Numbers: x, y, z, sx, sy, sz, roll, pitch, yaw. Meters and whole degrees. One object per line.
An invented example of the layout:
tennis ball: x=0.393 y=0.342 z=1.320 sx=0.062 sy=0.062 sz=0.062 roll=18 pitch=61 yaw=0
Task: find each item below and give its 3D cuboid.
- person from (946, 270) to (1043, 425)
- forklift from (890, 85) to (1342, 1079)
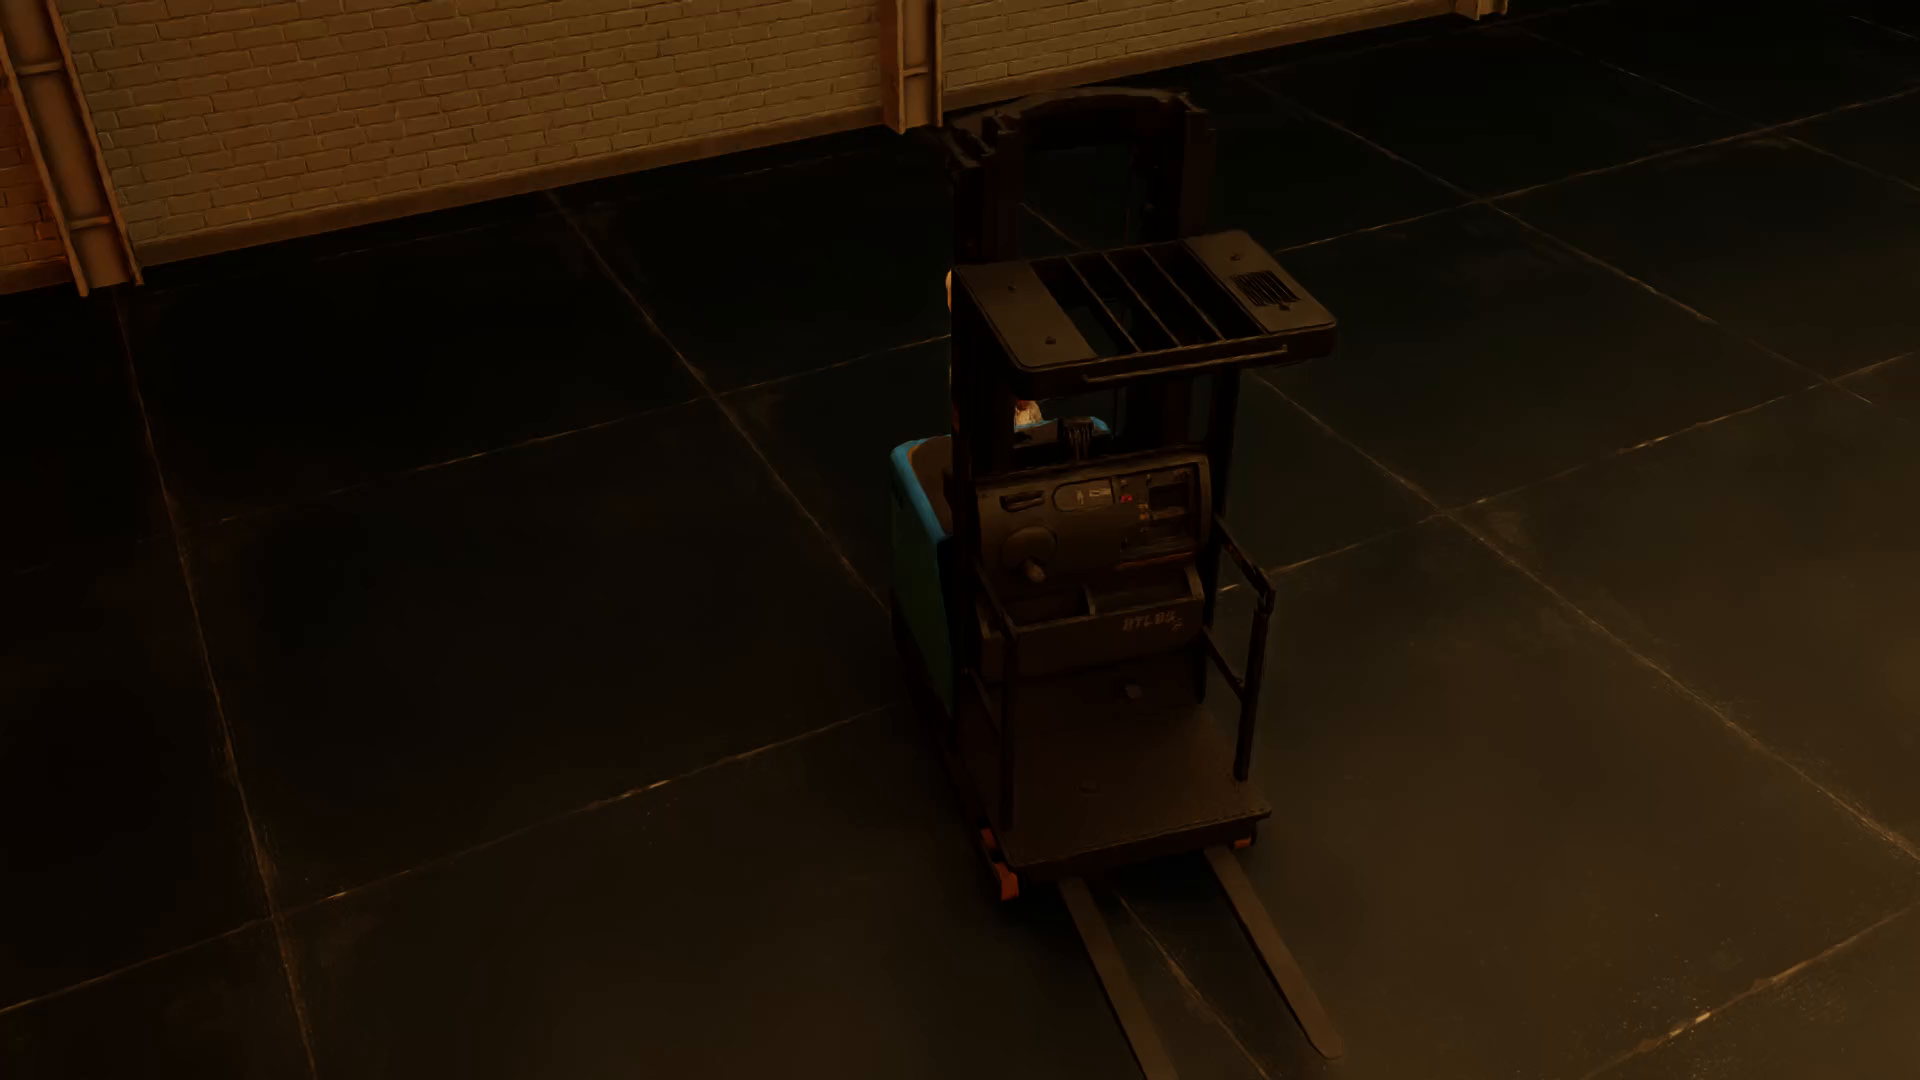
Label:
person: x=0.273 y=-0.821 z=8.319 sx=0.872 sy=1.738 sz=0.723 roll=-24 pitch=42 yaw=-30
forklift: x=0.577 y=-0.017 z=6.146 sx=1.130 sy=2.935 sz=3.031 roll=-10 pitch=36 yaw=-13
